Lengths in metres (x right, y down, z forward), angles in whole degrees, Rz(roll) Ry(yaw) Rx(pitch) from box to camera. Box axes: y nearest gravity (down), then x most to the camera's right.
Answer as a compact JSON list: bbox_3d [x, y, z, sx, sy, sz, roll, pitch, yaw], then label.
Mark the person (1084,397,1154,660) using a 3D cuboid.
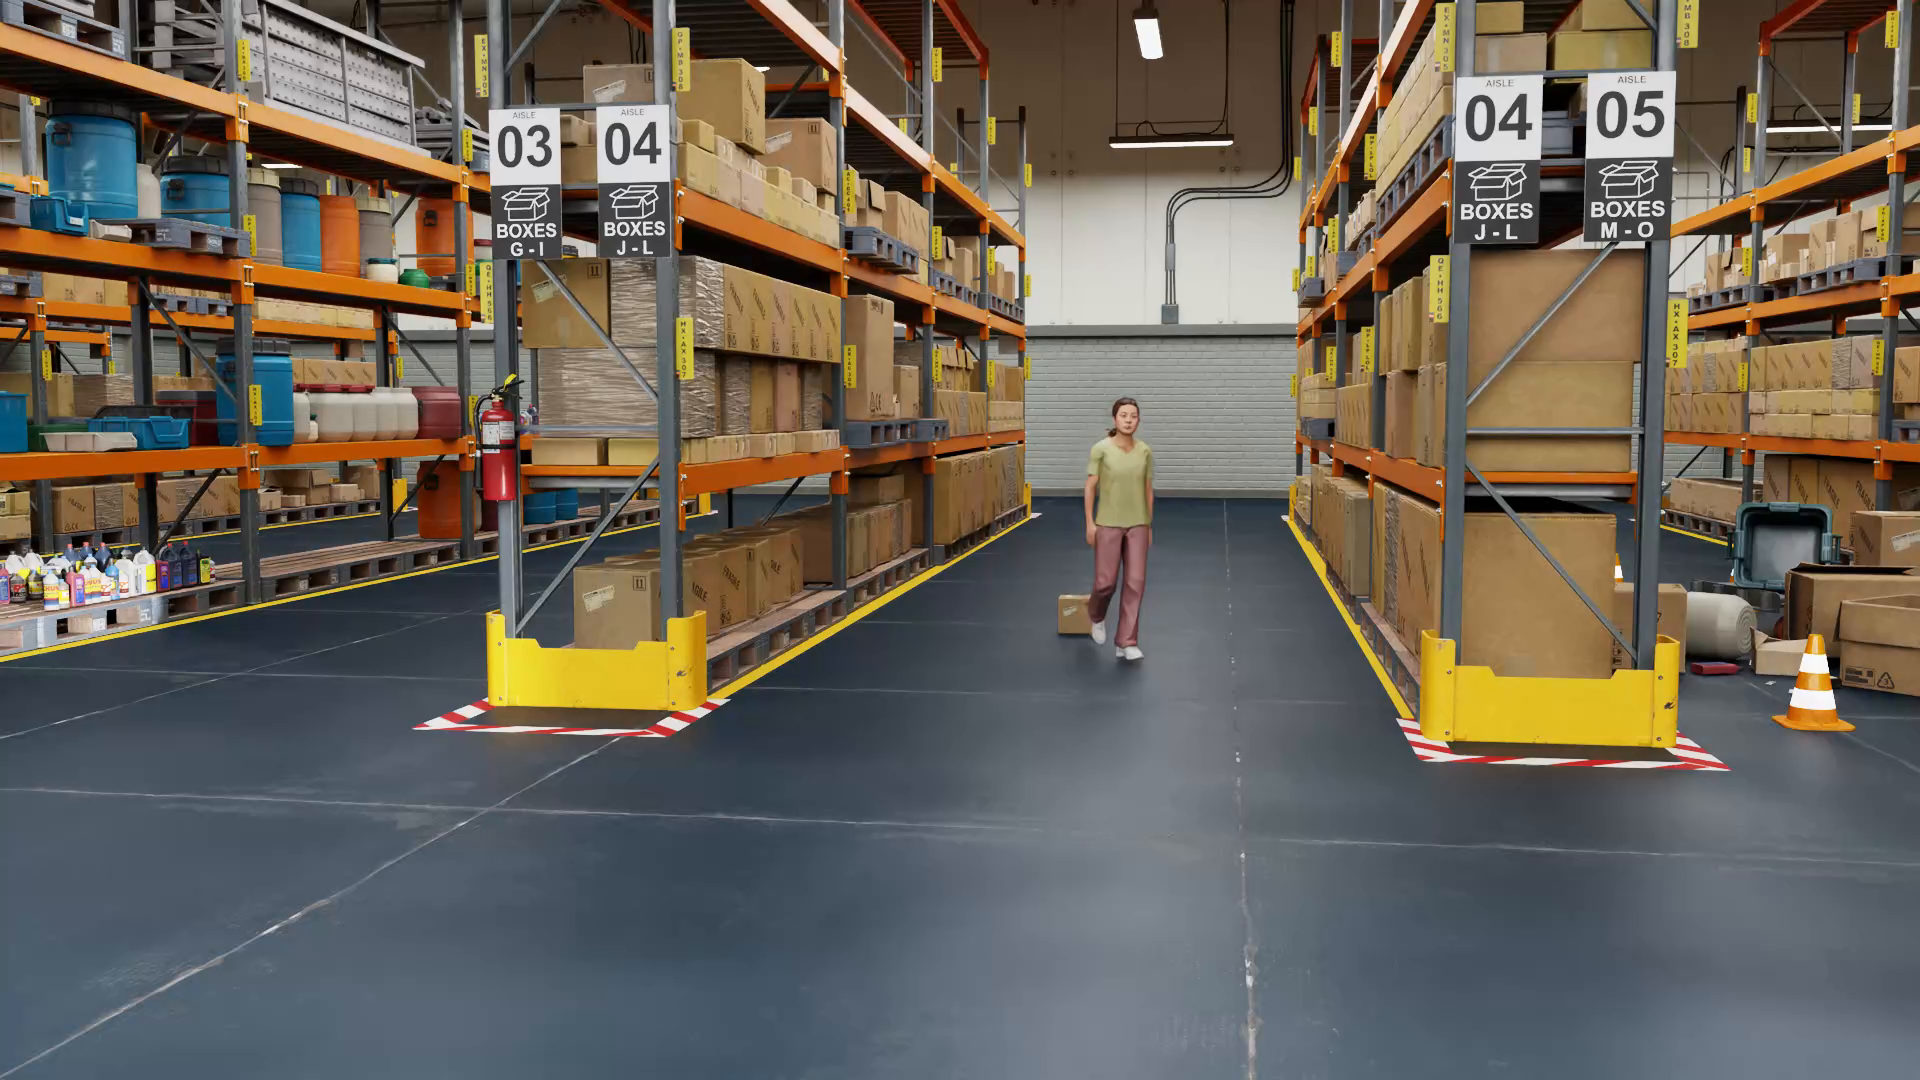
[{"bbox_3d":[1.014,-0.084,10.667,0.455,1.657,0.632,-1,5,-12],"label":"person"}]
